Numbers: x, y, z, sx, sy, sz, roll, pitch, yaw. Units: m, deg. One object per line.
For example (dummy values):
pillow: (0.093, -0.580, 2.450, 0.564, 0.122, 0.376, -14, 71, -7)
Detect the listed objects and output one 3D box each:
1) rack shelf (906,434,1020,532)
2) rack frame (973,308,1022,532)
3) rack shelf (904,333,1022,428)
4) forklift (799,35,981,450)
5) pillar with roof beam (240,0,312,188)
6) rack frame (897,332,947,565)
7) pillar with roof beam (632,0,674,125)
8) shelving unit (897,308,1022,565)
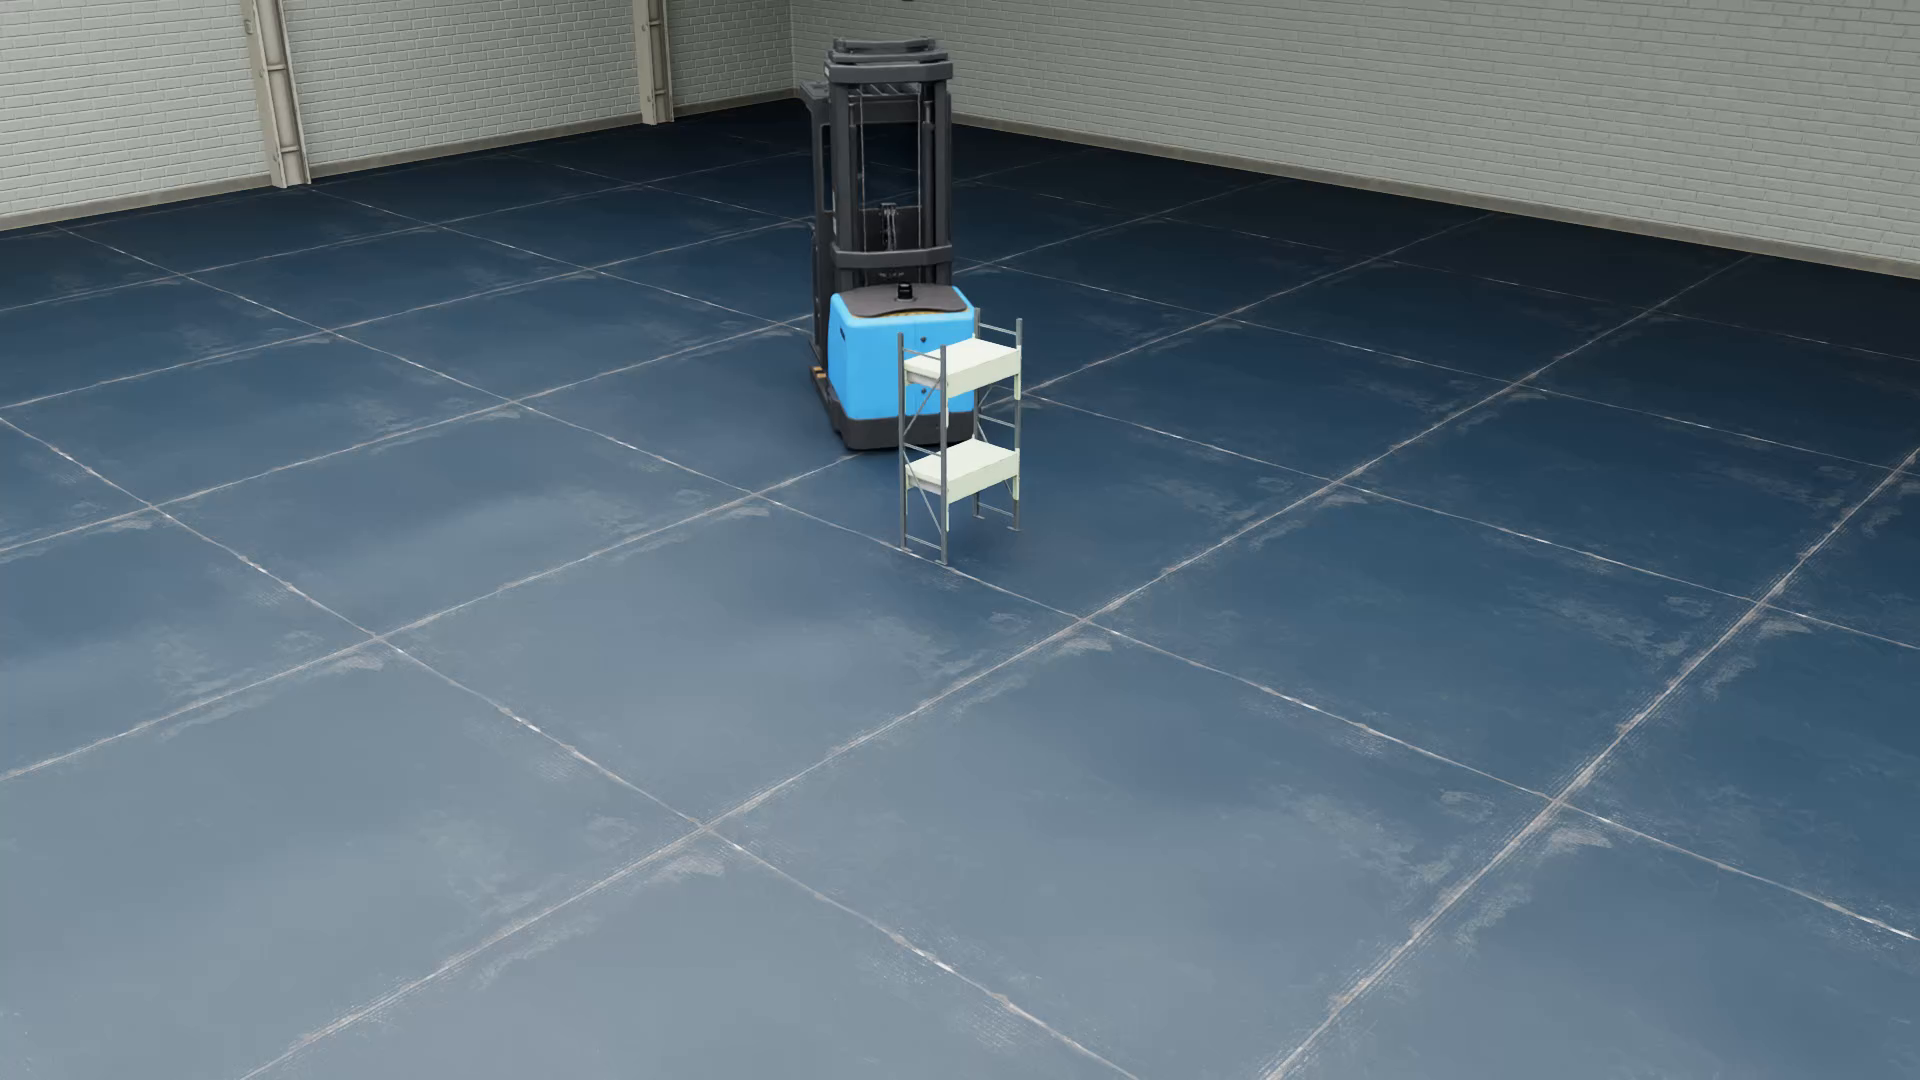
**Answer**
rack shelf: (0.004, -0.389, 11.081, 0.431, 0.370, 0.720, 20, 31, 38)
rack frame: (0.249, -0.798, 11.196, 0.400, 1.500, 0.023, 20, 31, 38)
rack shelf: (0.004, -1.042, 10.788, 0.431, 0.370, 0.720, 20, 31, 38)
forklift: (-0.663, -2.600, 13.465, 1.130, 2.935, 3.031, -5, 25, -12)
pillar with roof beam: (-5.447, -7.538, 17.062, 9.100, 9.000, 0.400, 20, 31, 38)
rack frame: (-0.240, -0.575, 10.699, 0.400, 1.500, 0.023, 20, 31, 38)
pillar with roof beam: (-1.442, -9.366, 21.140, 9.100, 9.000, 0.400, 20, 31, 38)
shelving unit: (0.004, -0.686, 10.948, 0.431, 1.500, 0.755, 20, 31, 38)
